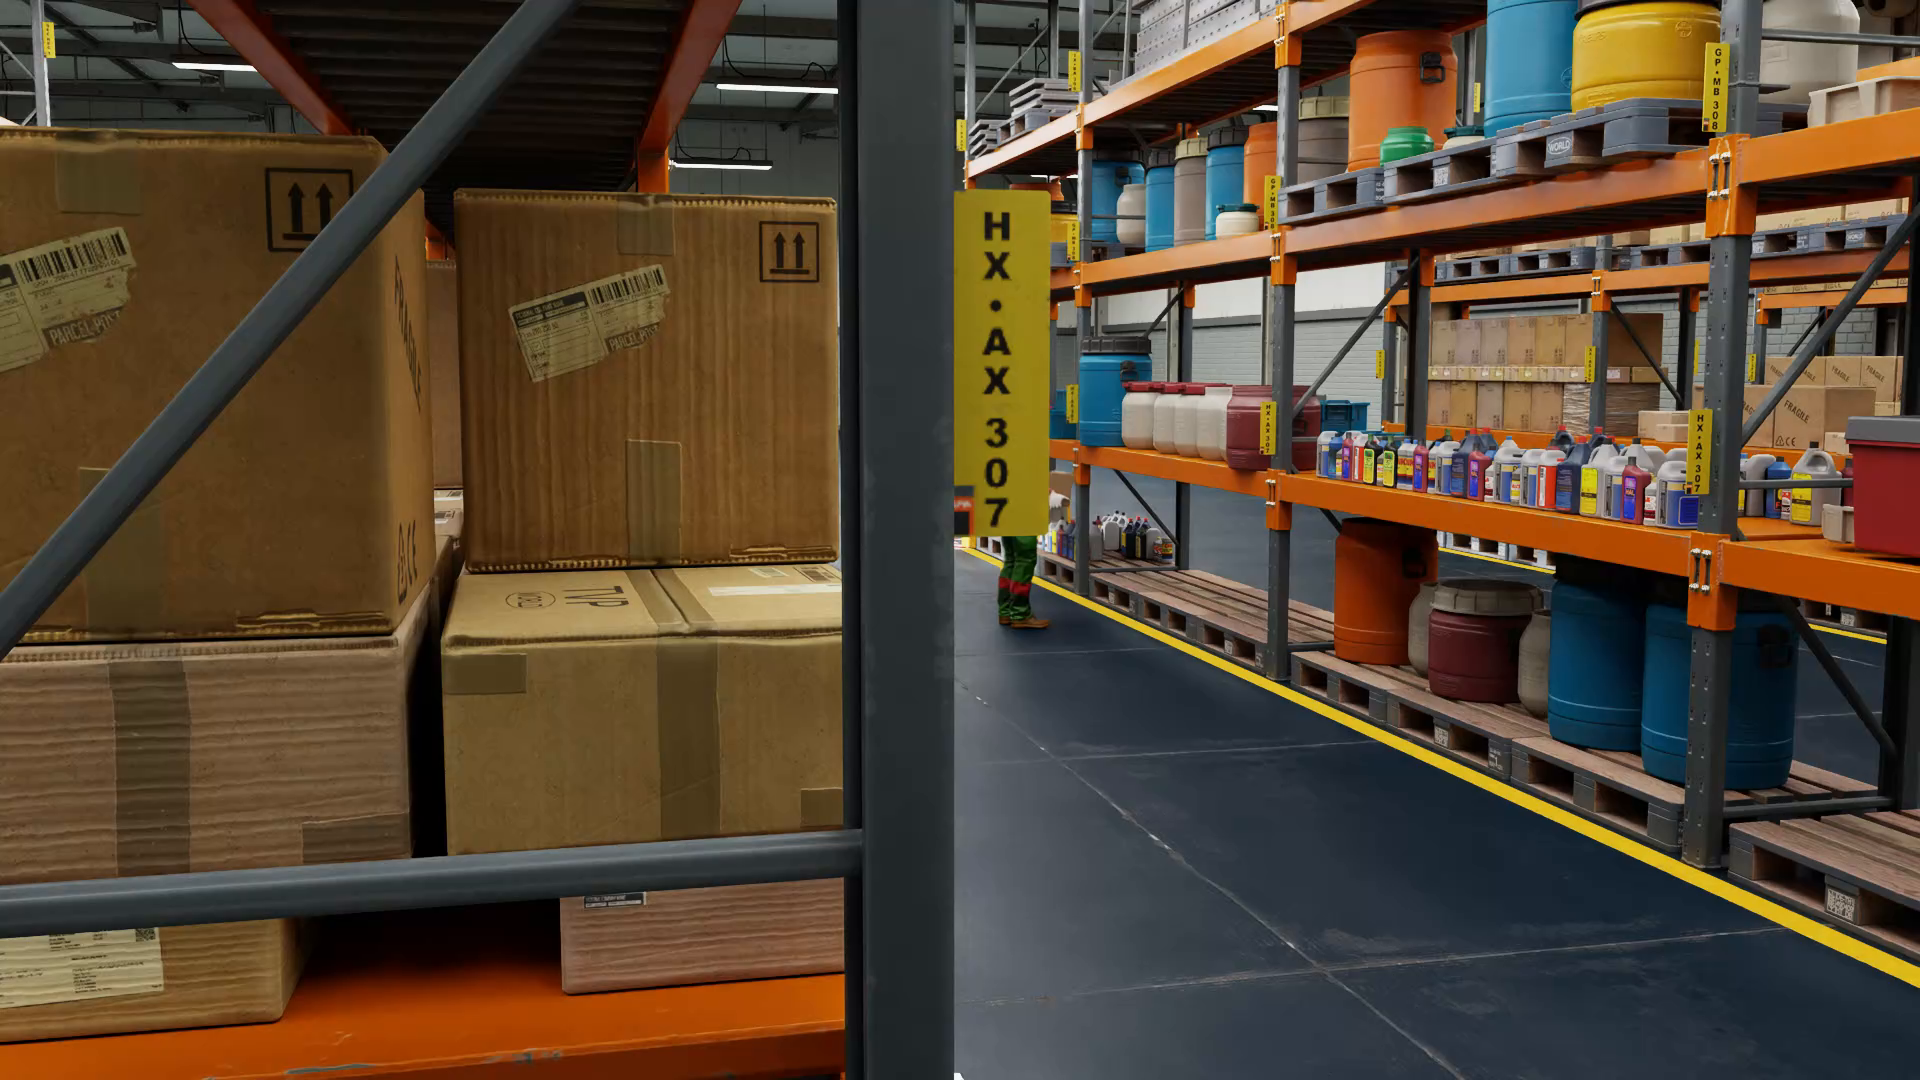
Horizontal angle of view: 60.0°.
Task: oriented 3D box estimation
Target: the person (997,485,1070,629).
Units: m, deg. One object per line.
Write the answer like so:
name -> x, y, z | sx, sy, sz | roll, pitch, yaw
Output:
person -> 0.517, -0.238, 12.538 | 0.558, 1.786, 0.495 | -1, 6, -13
